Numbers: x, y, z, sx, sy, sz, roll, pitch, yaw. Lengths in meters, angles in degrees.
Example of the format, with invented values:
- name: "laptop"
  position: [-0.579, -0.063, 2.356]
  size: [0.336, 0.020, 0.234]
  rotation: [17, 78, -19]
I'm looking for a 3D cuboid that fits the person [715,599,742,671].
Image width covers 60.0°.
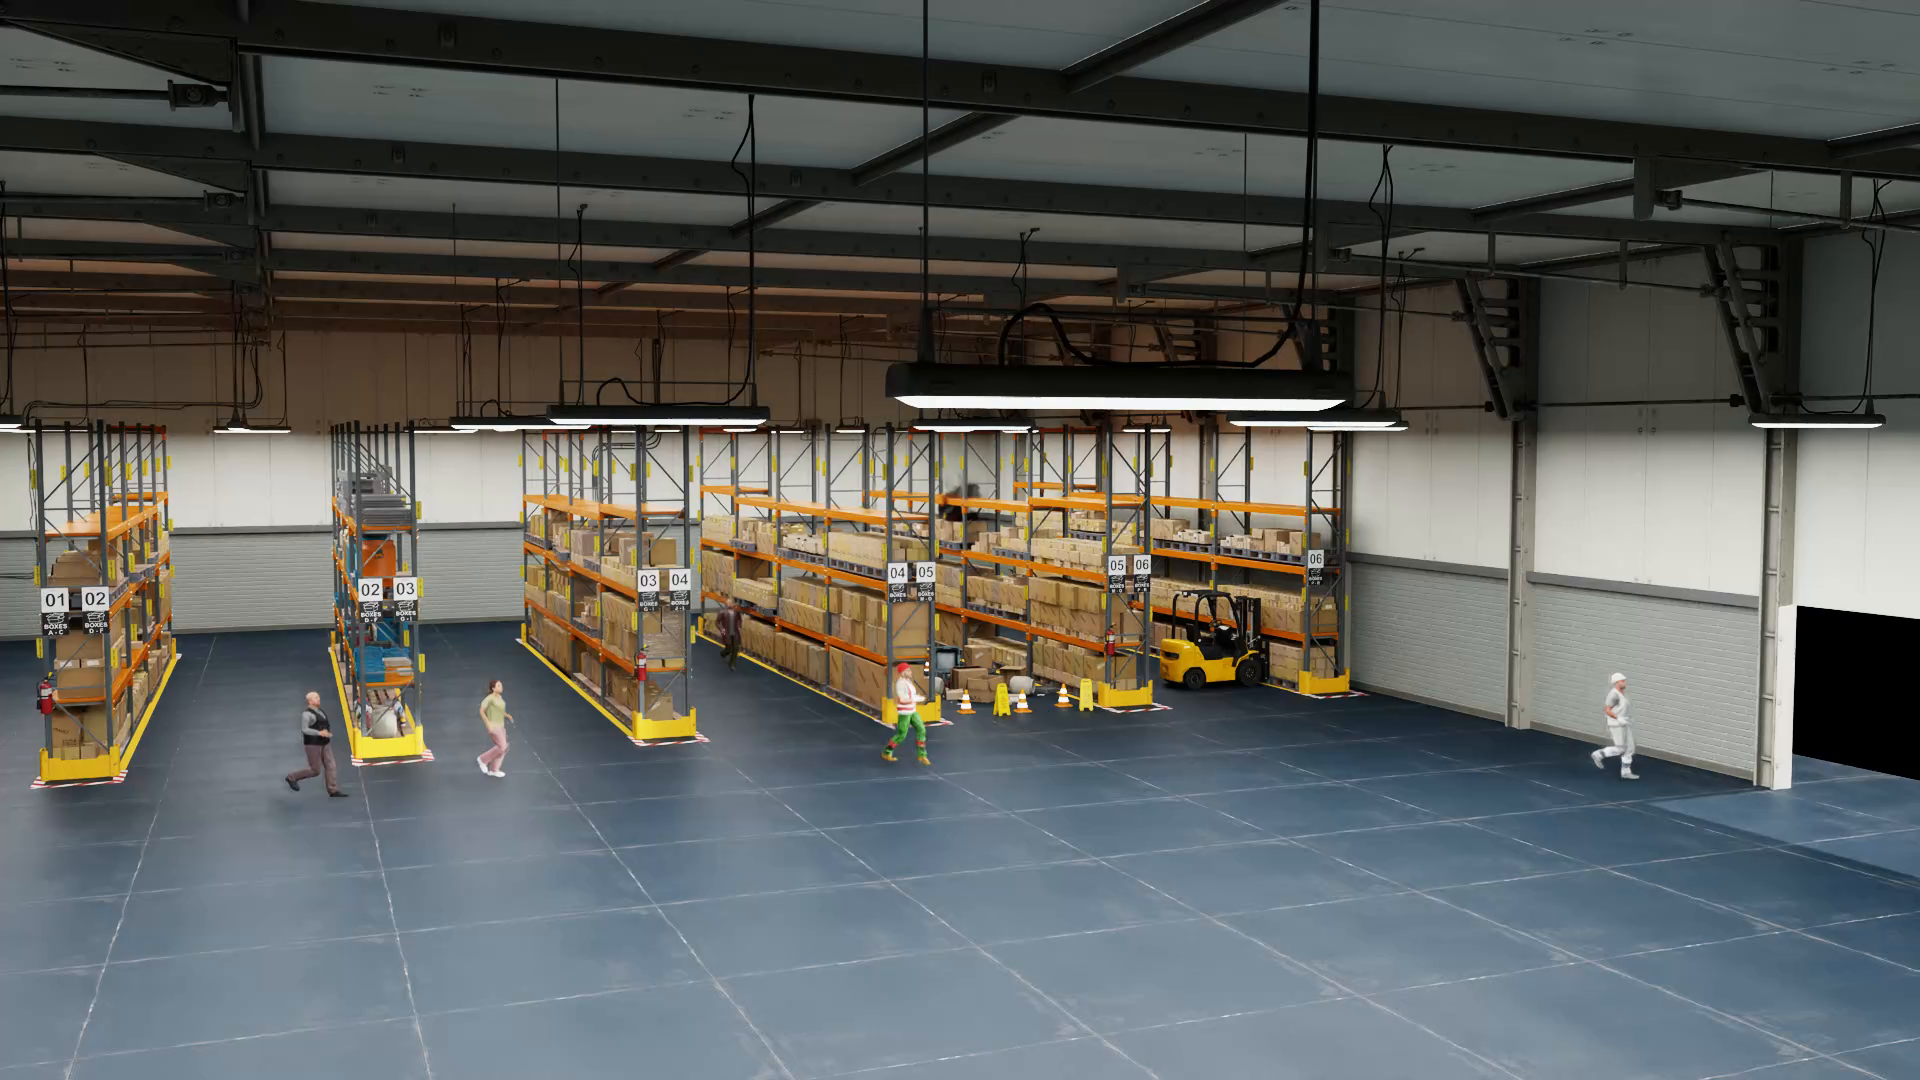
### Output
- name: "person"
  position: [-5.640, 2.316, 40.744]
  size: [0.710, 1.743, 0.756]
  rotation: [-2, 4, -28]

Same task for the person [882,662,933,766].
- name: "person"
  position: [-0.915, 3.030, 28.929]
  size: [0.893, 1.812, 0.669]
  rotation: [1, 4, 20]

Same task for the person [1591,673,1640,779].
- name: "person"
  position: [10.997, 3.101, 27.819]
  size: [0.806, 1.757, 0.674]
  rotation: [3, 5, 41]

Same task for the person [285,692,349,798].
- name: "person"
  position: [-10.134, 3.234, 26.223]
  size: [0.971, 1.686, 0.676]
  rotation: [0, 4, 6]

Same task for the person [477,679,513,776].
- name: "person"
  position: [-7.780, 3.158, 28.017]
  size: [0.419, 1.640, 0.594]
  rotation: [1, 4, 10]
